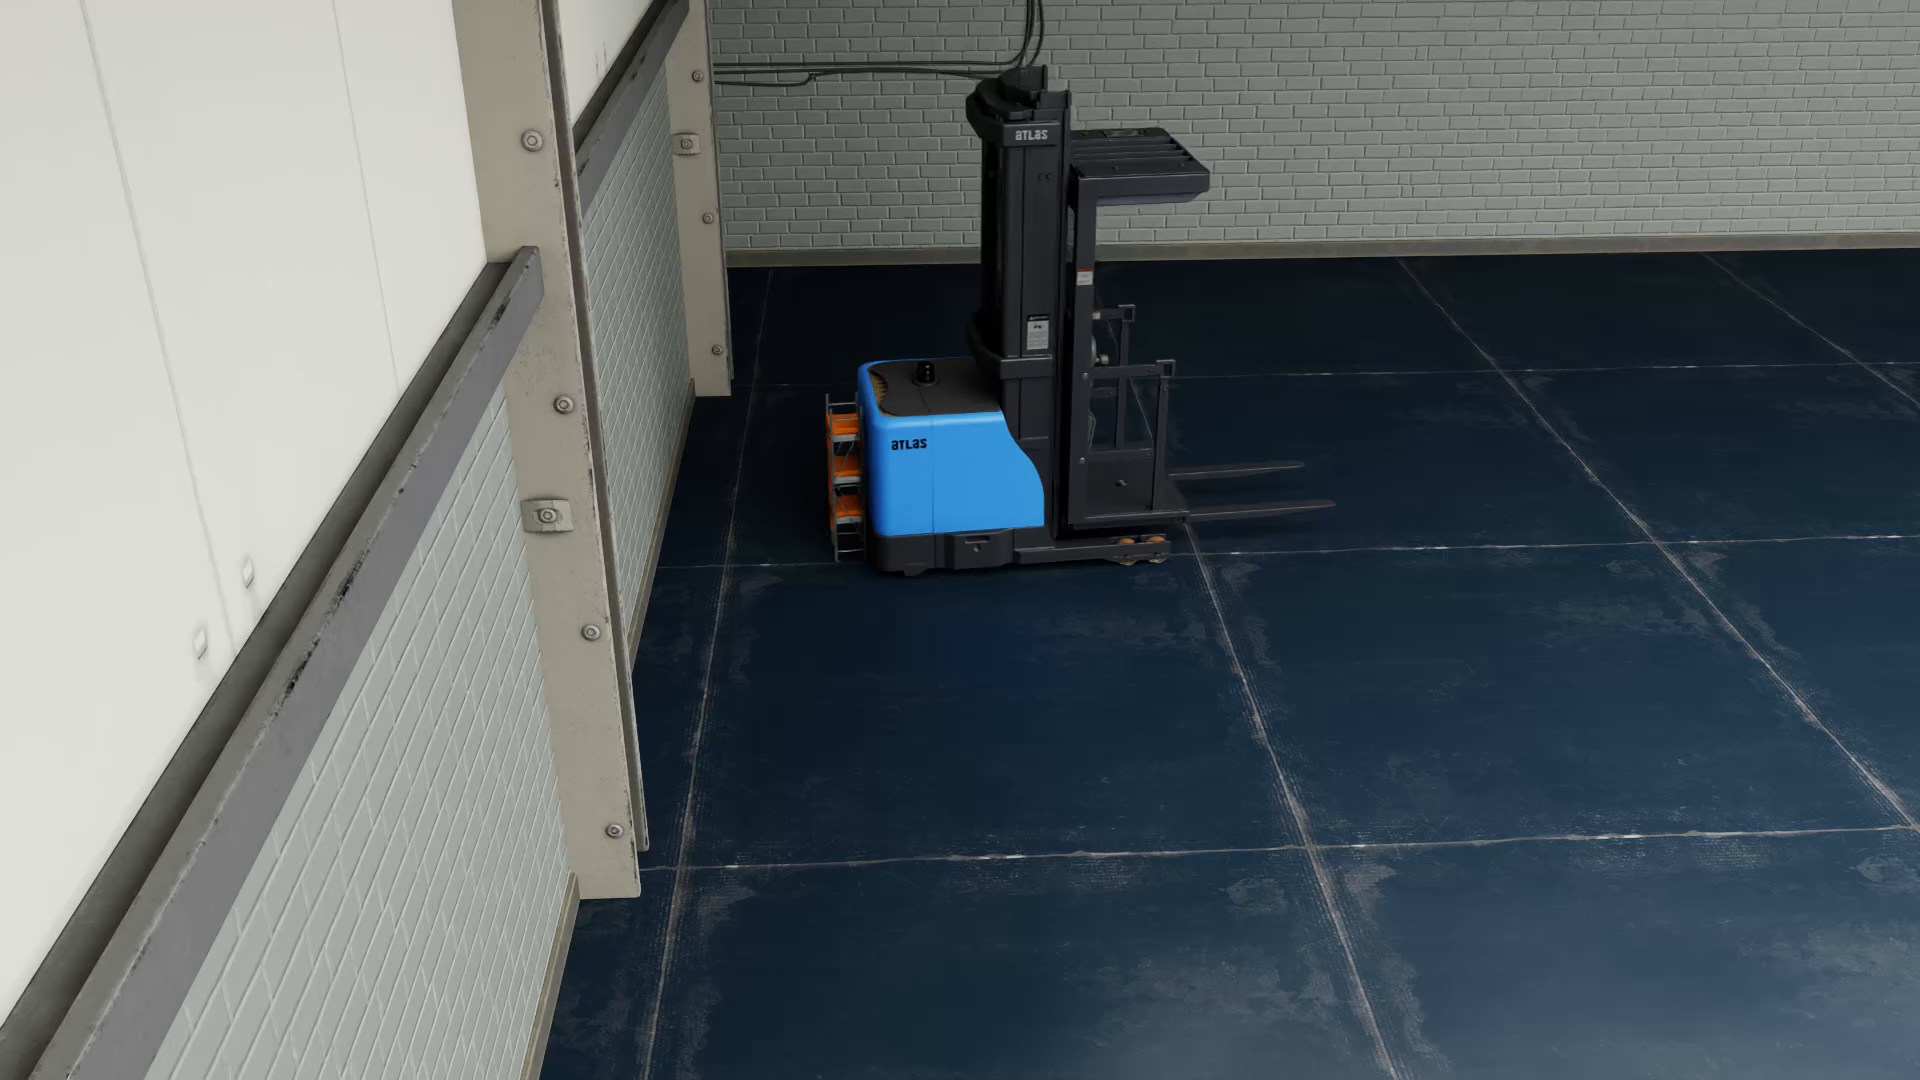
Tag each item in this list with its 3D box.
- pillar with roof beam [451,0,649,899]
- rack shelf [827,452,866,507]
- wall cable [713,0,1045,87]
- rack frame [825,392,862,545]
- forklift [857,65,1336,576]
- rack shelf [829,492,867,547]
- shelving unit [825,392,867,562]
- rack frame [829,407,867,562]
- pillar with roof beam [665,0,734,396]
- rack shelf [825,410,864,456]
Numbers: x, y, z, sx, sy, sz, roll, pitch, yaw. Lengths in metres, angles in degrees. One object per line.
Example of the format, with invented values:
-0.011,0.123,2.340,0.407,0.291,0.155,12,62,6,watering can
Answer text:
2.658,-2.538,5.947,9.100,9.000,0.400,-1,28,-3,pillar with roof beam
-0.713,-0.380,10.429,0.215,0.259,0.240,-4,28,-8,rack shelf
-0.787,-5.220,14.448,3.097,2.526,0.112,-1,28,-3,wall cable
-0.733,-0.445,10.531,0.200,1.050,0.008,-4,28,-8,rack frame
0.890,-1.378,10.284,3.031,2.935,1.130,-4,28,-8,forklift
-0.713,-0.134,10.557,0.215,0.259,0.240,-4,28,-8,rack shelf
-0.713,-0.390,10.424,0.215,1.050,0.252,-4,28,-8,shelving unit
-0.693,-0.334,10.317,0.200,1.050,0.008,-4,28,-8,rack frame
2.345,-5.309,11.259,9.100,9.000,0.400,-1,28,-3,pillar with roof beam
-0.713,-0.632,10.298,0.215,0.259,0.240,-4,28,-8,rack shelf
